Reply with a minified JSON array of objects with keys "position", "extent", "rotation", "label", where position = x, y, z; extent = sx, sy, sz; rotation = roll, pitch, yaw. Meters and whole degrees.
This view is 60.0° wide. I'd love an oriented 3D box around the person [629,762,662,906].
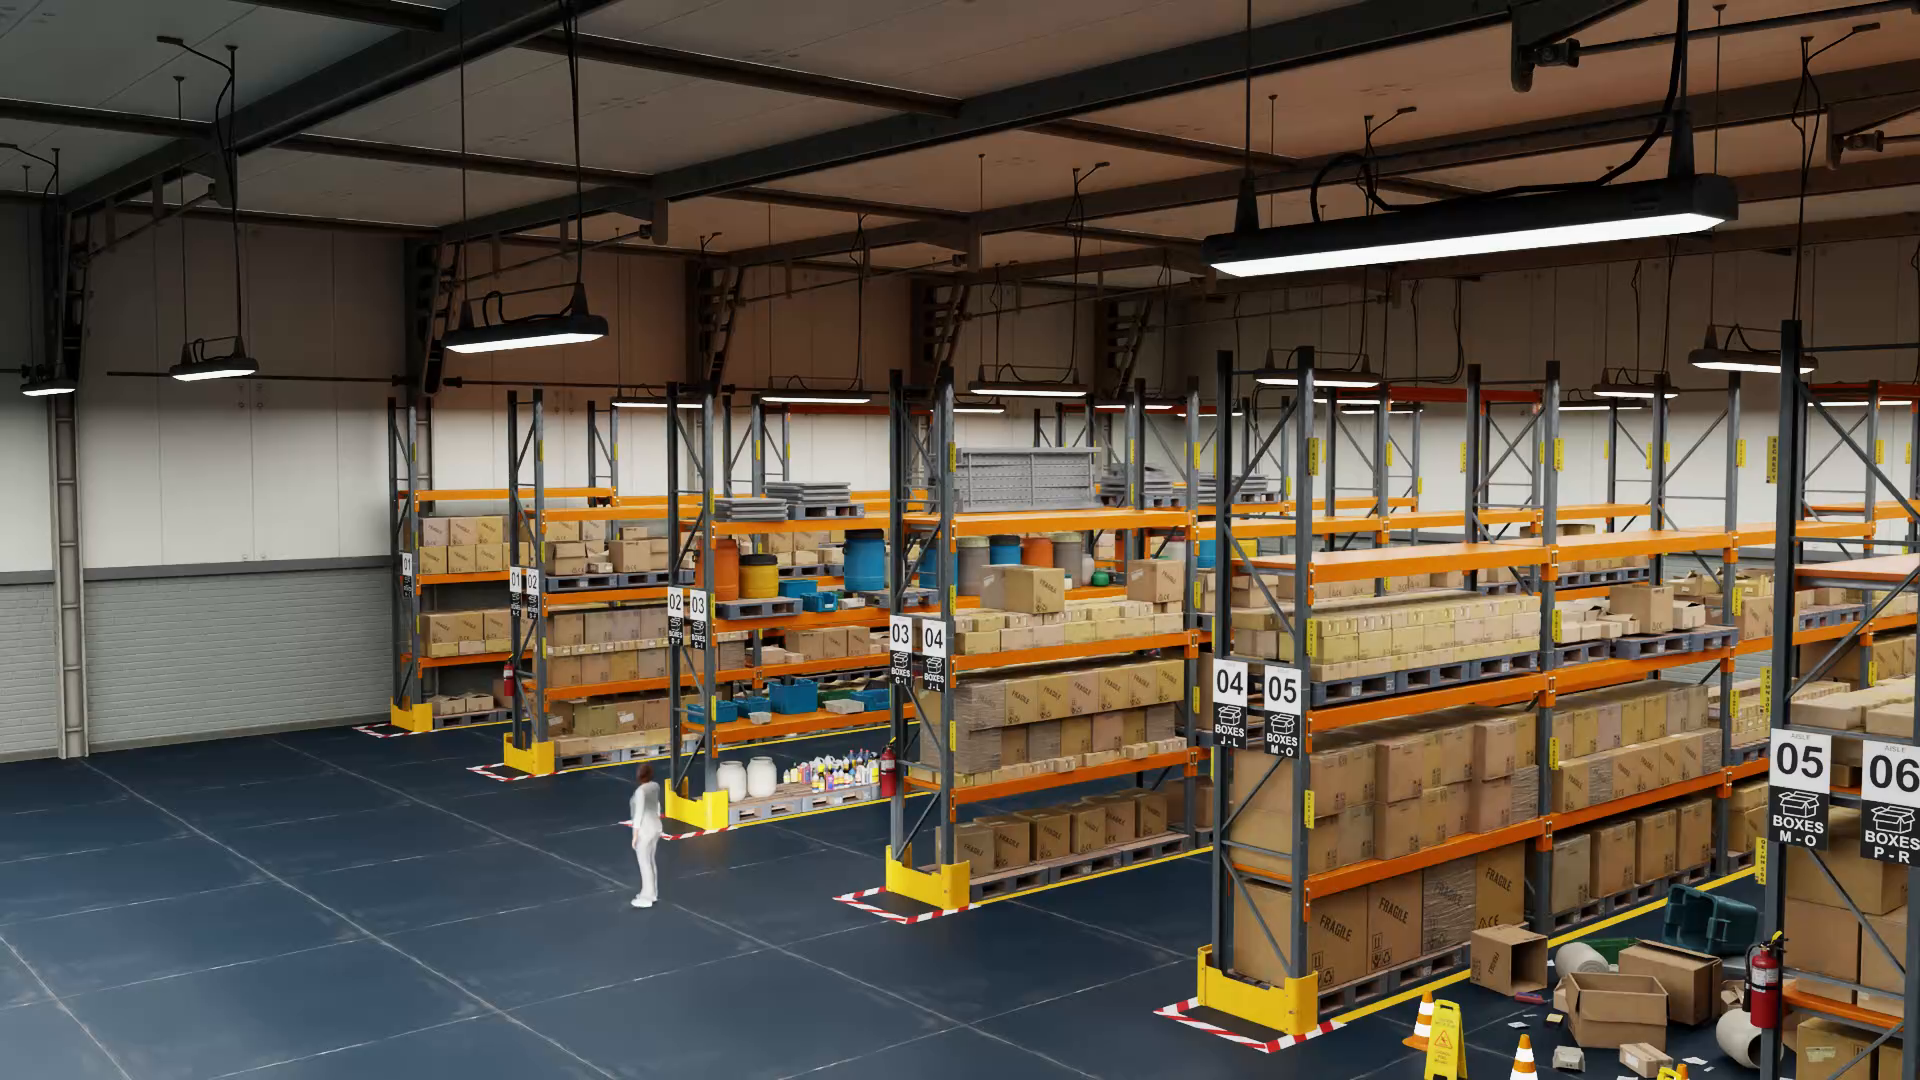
[{"position":[-3.515,3.273,18.535],"extent":[0.375,1.590,0.470],"rotation":[1,3,16],"label":"person"}]
